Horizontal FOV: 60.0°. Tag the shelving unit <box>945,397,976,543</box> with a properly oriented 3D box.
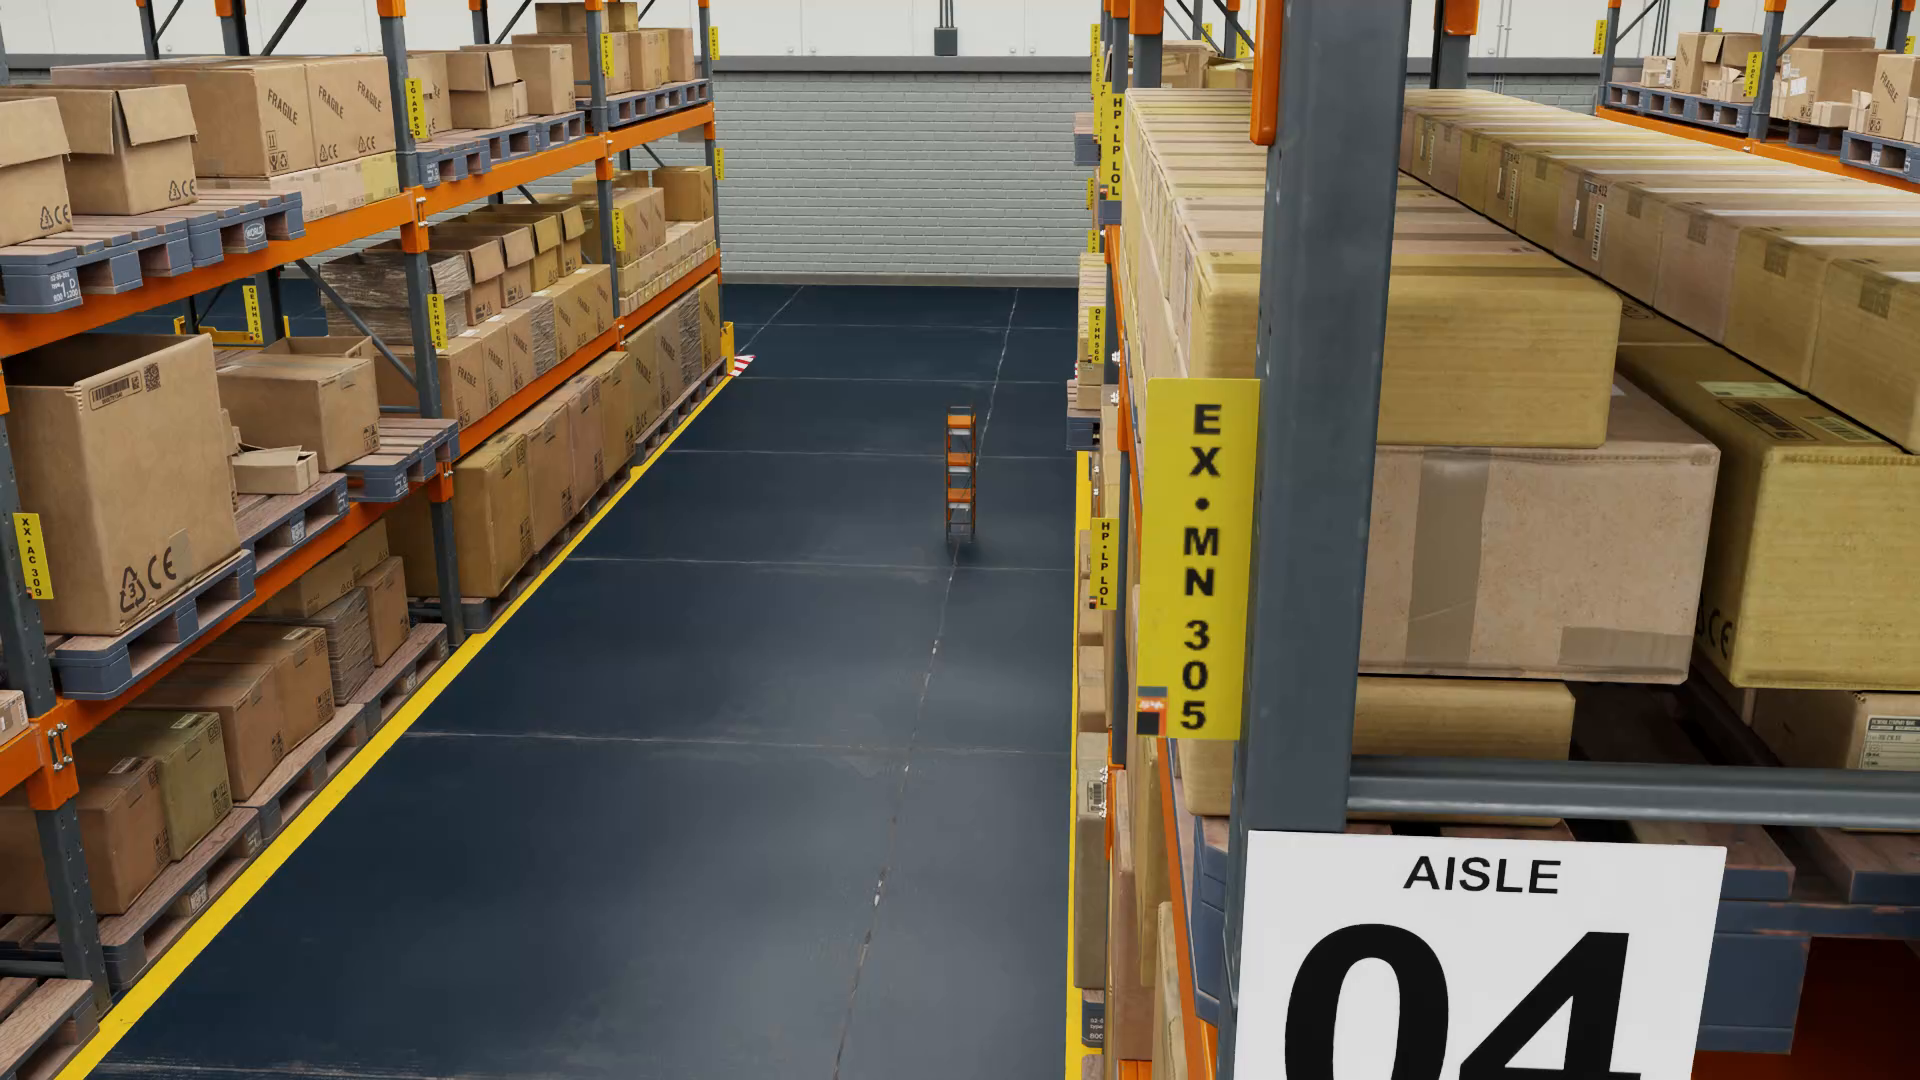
[{"bbox_3d":[0.004,-0.516,12.310,0.215,1.050,0.252,1,18,4],"label":"shelving unit"}]

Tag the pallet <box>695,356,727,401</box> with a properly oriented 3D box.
[{"bbox_3d":[-3.026,-1.690,17.242,1.003,0.211,1.213,1,18,4],"label":"pallet"}]

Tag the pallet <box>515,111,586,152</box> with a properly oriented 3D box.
[{"bbox_3d":[-3.350,-3.072,12.470,0.805,0.209,1.217,1,18,2],"label":"pallet"}]

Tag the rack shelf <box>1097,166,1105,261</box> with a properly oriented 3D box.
[{"bbox_3d":[1.463,-2.343,11.095,1.077,0.370,4.000,1,18,4],"label":"rack shelf"}]

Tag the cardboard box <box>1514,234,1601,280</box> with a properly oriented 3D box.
[{"bbox_3d":[1.107,-0.355,2.800,0.500,0.250,0.500,1,18,3],"label":"cardboard box"}]

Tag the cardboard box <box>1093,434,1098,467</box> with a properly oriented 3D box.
[{"bbox_3d":[1.213,-0.702,11.882,0.500,0.250,0.500,2,18,6],"label":"cardboard box"}]

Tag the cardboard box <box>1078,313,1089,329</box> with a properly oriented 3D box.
[{"bbox_3d":[0.936,-1.323,10.417,0.380,0.149,0.250,2,18,6],"label":"cardboard box"}]

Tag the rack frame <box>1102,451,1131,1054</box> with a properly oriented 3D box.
[{"bbox_3d":[1.033,0.604,5.763,1.000,3.000,0.127,1,18,4],"label":"rack frame"}]

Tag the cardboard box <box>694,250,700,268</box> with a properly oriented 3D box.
[{"bbox_3d":[-2.799,-2.791,16.528,0.380,0.149,0.250,2,18,5],"label":"cardboard box"}]

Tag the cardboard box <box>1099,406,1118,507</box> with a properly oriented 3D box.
[{"bbox_3d":[0.984,-0.395,8.650,0.500,0.500,0.500,1,18,3],"label":"cardboard box"}]

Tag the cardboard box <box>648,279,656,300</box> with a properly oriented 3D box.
[{"bbox_3d":[-2.927,-2.233,14.824,0.380,0.149,0.250,1,18,2],"label":"cardboard box"}]

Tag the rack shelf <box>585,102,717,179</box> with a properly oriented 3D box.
[{"bbox_3d":[-3.190,-3.728,15.320,1.077,0.370,4.000,1,18,4],"label":"rack shelf"}]

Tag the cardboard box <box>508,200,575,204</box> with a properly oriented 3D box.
[{"bbox_3d":[-3.568,-2.598,14.094,0.500,0.500,0.500,2,18,5],"label":"cardboard box"}]

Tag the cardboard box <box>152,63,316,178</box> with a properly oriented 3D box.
[{"bbox_3d":[-3.482,-2.024,8.003,0.500,0.500,0.500,2,18,5],"label":"cardboard box"}]

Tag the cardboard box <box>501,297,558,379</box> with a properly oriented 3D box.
[{"bbox_3d":[-3.209,-1.448,11.863,0.500,0.500,0.500,1,18,4],"label":"cardboard box"}]

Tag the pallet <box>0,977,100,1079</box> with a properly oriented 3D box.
[{"bbox_3d":[-3.920,1.996,5.992,1.003,0.211,1.213,1,18,4],"label":"pallet"}]

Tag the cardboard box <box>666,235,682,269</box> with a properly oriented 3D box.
[{"bbox_3d":[-2.924,-2.701,15.613,0.500,0.250,0.500,1,18,4],"label":"cardboard box"}]

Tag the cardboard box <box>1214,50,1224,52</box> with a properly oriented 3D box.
[{"bbox_3d":[1.921,-3.831,13.277,0.380,0.149,0.250,1,18,2],"label":"cardboard box"}]

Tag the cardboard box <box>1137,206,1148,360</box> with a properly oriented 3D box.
[{"bbox_3d":[0.612,-0.523,3.311,0.500,0.250,0.500,1,18,4],"label":"cardboard box"}]

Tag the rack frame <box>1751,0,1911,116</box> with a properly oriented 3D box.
[{"bbox_3d":[6.551,-4.653,12.170,1.000,3.000,0.127,1,18,4],"label":"rack frame"}]

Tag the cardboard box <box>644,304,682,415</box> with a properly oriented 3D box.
[{"bbox_3d":[-3.142,-1.696,15.518,0.875,0.875,0.875,1,18,4],"label":"cardboard box"}]

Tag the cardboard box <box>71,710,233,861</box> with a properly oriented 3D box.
[{"bbox_3d":[-3.789,1.103,7.549,0.700,0.500,0.500,1,18,4],"label":"cardboard box"}]

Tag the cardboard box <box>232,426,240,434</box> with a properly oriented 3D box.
[{"bbox_3d":[-3.970,-0.394,8.373,0.500,0.250,0.500,1,18,2],"label":"cardboard box"}]

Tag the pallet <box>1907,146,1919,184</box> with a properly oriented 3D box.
[{"bbox_3d":[6.257,-2.096,9.489,1.213,0.211,1.003,2,18,6],"label":"pallet"}]

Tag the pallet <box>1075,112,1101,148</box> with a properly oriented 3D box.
[{"bbox_3d":[1.456,-3.028,12.330,1.213,0.211,1.003,1,18,4],"label":"pallet"}]

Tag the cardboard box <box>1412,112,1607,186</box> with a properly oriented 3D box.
[{"bbox_3d":[1.253,-0.893,3.801,0.380,0.149,0.250,1,18,4],"label":"cardboard box"}]

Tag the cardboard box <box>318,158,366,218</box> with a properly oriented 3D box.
[{"bbox_3d":[-3.432,-1.827,8.606,0.500,0.250,0.500,1,18,4],"label":"cardboard box"}]

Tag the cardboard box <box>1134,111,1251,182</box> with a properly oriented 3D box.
[{"bbox_3d":[0.596,-0.906,3.842,0.380,0.149,0.250,1,18,5],"label":"cardboard box"}]

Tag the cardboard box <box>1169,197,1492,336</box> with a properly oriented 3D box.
[{"bbox_3d":[0.469,-0.355,2.161,0.380,0.149,0.250,2,18,5],"label":"cardboard box"}]

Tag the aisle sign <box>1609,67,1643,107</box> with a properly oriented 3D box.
[{"bbox_3d":[6.553,-4.308,16.579,0.394,0.787,0.004,1,18,4],"label":"aisle sign"}]

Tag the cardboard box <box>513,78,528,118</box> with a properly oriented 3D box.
[{"bbox_3d":[-3.502,-3.267,12.227,0.500,0.311,0.500,1,18,2],"label":"cardboard box"}]

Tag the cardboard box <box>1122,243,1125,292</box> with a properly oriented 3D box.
[{"bbox_3d":[0.651,-0.763,4.687,0.380,0.149,0.250,1,18,4],"label":"cardboard box"}]

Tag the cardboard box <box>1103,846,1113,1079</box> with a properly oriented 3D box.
[{"bbox_3d":[0.918,1.608,5.437,0.875,0.875,0.875,2,18,5],"label":"cardboard box"}]

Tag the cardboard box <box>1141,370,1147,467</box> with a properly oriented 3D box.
[{"bbox_3d":[0.523,-0.212,3.005,0.380,0.149,0.250,1,18,4],"label":"cardboard box"}]

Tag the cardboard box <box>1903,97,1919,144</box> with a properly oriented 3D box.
[{"bbox_3d":[6.014,-2.556,10.131,0.396,0.266,0.258,1,18,3],"label":"cardboard box"}]

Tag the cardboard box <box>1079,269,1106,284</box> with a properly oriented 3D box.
[{"bbox_3d":[1.064,-1.888,12.141,0.380,0.149,0.250,1,18,3],"label":"cardboard box"}]

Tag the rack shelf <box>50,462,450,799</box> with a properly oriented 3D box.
[{"bbox_3d":[-3.764,0.182,8.204,1.077,0.370,4.000,1,18,4],"label":"rack shelf"}]

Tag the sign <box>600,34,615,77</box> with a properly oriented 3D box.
[{"bbox_3d":[-2.792,-3.835,13.155,0.100,0.325,0.005,1,18,4],"label":"sign"}]

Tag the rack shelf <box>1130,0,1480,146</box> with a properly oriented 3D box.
[{"bbox_3d":[0.889,-1.094,3.108,1.077,0.370,4.000,1,18,4],"label":"rack shelf"}]

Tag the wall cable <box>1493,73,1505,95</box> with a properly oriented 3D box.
[{"bbox_3d":[7.218,-5.294,22.079,0.585,1.953,0.123,1,18,4],"label":"wall cable"}]

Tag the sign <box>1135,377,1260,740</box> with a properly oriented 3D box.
[{"bbox_3d":[0.206,0.021,1.429,0.100,0.325,0.005,1,18,4],"label":"sign"}]

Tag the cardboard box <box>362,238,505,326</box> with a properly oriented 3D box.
[{"bbox_3d":[-3.503,-1.734,11.126,0.797,0.503,0.637,2,18,5],"label":"cardboard box"}]

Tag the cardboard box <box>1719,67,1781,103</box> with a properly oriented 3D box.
[{"bbox_3d":[6.277,-3.616,13.204,0.396,0.266,0.258,2,18,6],"label":"cardboard box"}]

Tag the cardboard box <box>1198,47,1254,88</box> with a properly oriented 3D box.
[{"bbox_3d":[1.639,-2.835,10.050,0.396,0.266,0.258,1,18,4],"label":"cardboard box"}]

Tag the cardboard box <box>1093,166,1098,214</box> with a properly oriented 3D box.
[{"bbox_3d":[1.474,-3.177,15.059,0.500,0.500,0.500,1,18,2],"label":"cardboard box"}]

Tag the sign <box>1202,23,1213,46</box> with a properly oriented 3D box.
[{"bbox_3d":[2.445,-4.951,16.475,0.100,0.325,0.005,1,18,4],"label":"sign"}]

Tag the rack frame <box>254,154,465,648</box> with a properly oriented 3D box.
[{"bbox_3d":[-3.621,-0.781,9.988,1.000,3.000,0.127,1,18,4],"label":"rack frame"}]

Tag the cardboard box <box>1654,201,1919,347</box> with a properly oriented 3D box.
[{"bbox_3d":[1.124,-0.340,2.113,0.380,0.149,0.250,1,18,3],"label":"cardboard box"}]

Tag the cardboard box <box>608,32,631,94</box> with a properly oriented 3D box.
[{"bbox_3d":[-3.295,-4.154,14.471,0.700,0.500,0.500,2,18,7],"label":"cardboard box"}]

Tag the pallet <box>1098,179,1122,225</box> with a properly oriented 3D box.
[{"bbox_3d":[1.326,-1.773,8.503,1.213,0.211,1.003,2,18,6],"label":"pallet"}]
